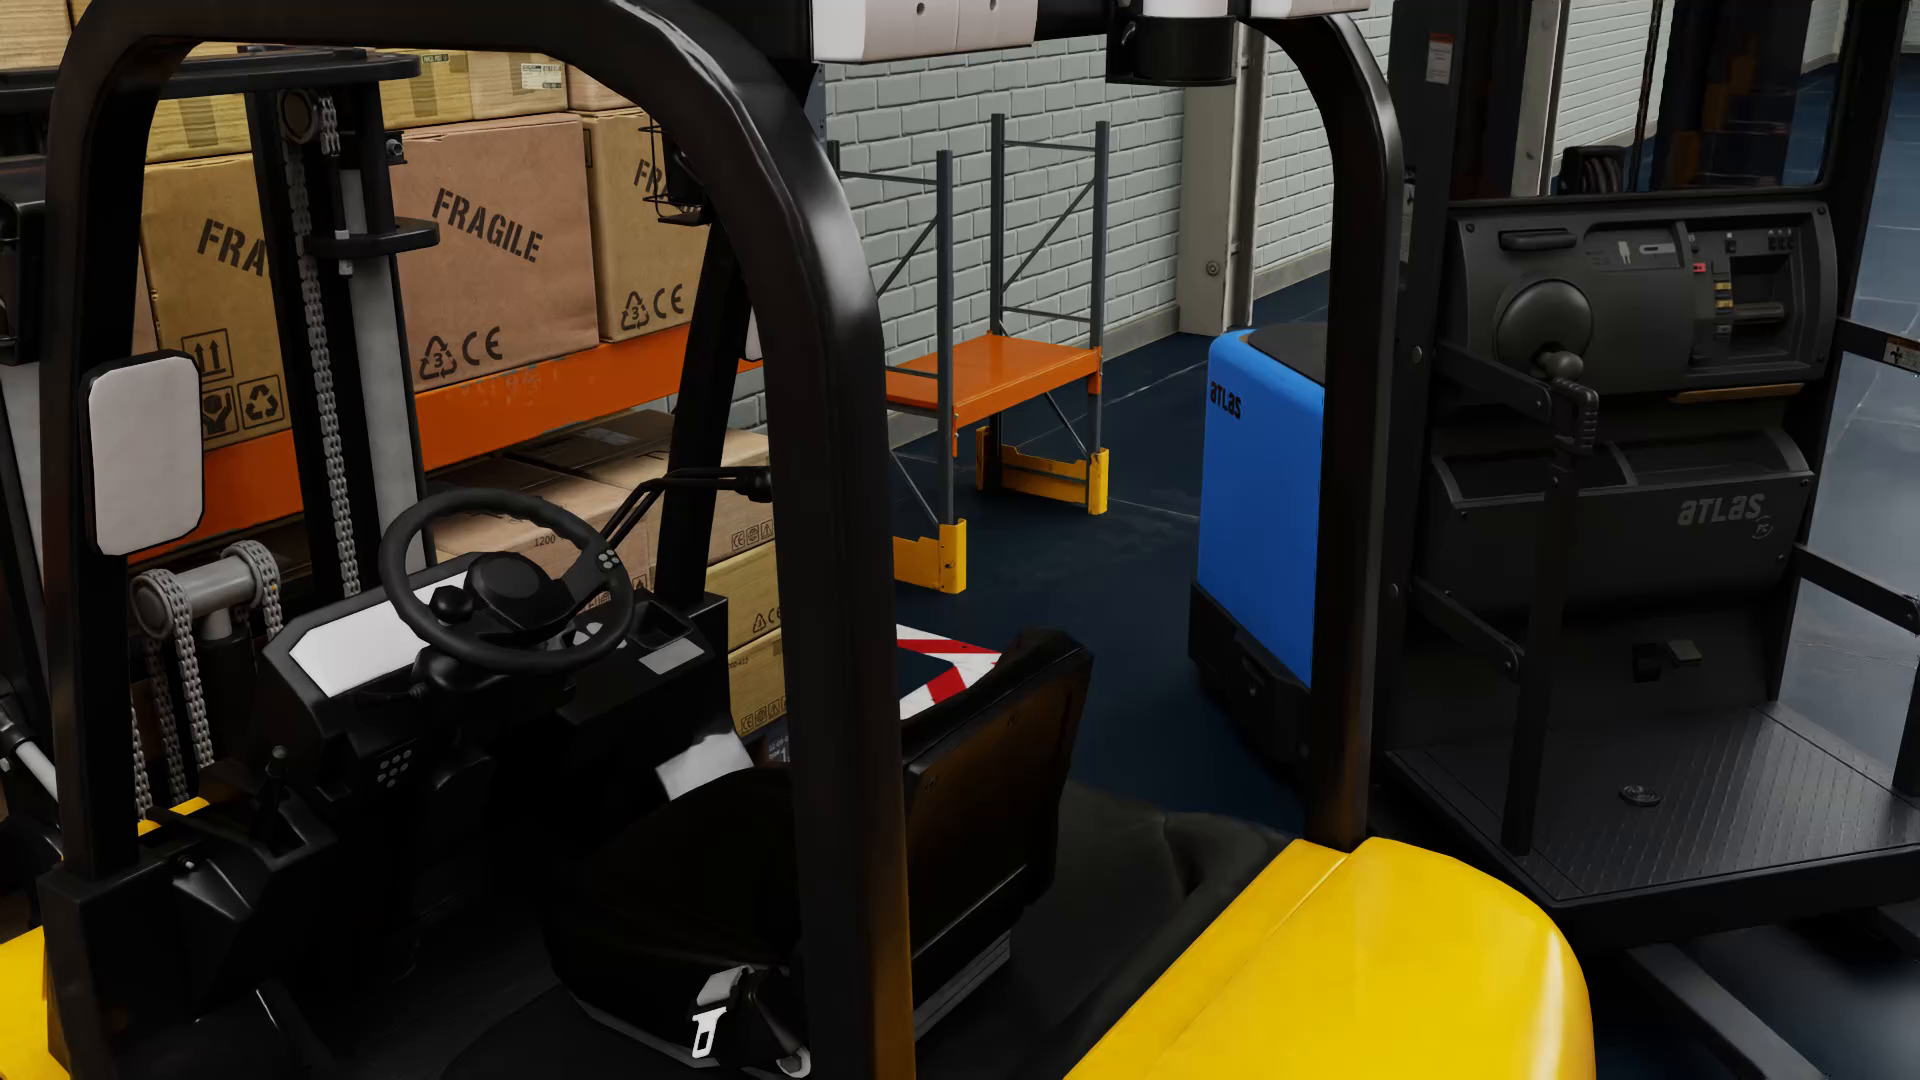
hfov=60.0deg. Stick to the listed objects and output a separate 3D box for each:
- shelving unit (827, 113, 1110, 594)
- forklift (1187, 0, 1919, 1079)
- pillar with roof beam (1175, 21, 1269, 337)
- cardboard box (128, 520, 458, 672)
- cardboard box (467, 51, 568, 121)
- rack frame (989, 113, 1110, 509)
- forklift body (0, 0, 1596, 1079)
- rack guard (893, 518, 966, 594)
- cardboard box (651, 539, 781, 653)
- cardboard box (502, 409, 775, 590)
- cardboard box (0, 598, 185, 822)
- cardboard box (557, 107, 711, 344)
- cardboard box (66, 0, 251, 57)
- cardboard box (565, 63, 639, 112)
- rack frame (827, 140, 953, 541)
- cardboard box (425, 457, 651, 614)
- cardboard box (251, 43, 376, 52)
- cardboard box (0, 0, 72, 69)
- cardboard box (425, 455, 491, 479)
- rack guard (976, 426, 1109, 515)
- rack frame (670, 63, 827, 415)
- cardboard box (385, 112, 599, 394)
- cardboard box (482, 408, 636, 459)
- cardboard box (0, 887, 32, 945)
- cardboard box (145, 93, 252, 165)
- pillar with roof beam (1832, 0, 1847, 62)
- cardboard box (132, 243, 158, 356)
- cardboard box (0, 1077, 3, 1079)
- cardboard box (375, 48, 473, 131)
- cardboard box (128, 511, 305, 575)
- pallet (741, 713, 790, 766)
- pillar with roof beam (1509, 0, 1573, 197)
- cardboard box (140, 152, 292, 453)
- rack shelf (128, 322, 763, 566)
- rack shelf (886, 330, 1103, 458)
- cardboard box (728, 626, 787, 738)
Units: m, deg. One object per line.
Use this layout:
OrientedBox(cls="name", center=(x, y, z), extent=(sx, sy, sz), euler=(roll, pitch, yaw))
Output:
OrientedBox(cls="shelving unit", center=(0.043, -0.725, 6.064), extent=(0.587, 1.500, 1.083), euler=(13, 24, 32))
OrientedBox(cls="forklift", center=(1.569, -0.522, 3.451), extent=(1.130, 2.935, 3.031), euler=(-5, 21, -14))
OrientedBox(cls="pillar with roof beam", center=(5.016, -4.605, 5.742), extent=(9.100, 9.000, 0.400), euler=(13, 24, 32))
OrientedBox(cls="cardboard box", center=(-1.339, 0.178, 3.377), extent=(0.500, 0.250, 0.500), euler=(14, 24, 32))
OrientedBox(cls="cardboard box", center=(-1.059, -0.988, 3.534), extent=(0.380, 0.149, 0.250), euler=(14, 24, 33))
OrientedBox(cls="rack frame", center=(0.334, -0.874, 6.465), extent=(0.500, 1.500, 0.032), euler=(13, 24, 32))
OrientedBox(cls="forklift body", center=(-0.338, 0.365, 2.178), extent=(2.313, 2.155, 1.214), euler=(13, 24, 32))
OrientedBox(cls="rack guard", center=(-0.237, 0.004, 5.894), extent=(0.587, 0.250, 0.087), euler=(13, 24, 32))
OrientedBox(cls="cardboard box", center=(-0.796, 0.126, 4.239), extent=(0.500, 0.250, 0.500), euler=(13, 24, 31))
OrientedBox(cls="cardboard box", center=(-0.781, -0.116, 4.173), extent=(0.500, 0.250, 0.500), euler=(14, 25, 34))
OrientedBox(cls="cardboard box", center=(-1.630, 0.322, 2.988), extent=(0.500, 0.250, 0.500), euler=(13, 24, 31))
OrientedBox(cls="cardboard box", center=(-0.840, -0.787, 3.926), extent=(0.500, 0.500, 0.500), euler=(13, 24, 31))
OrientedBox(cls="cardboard box", center=(-1.442, -0.894, 2.850), extent=(0.380, 0.149, 0.250), euler=(14, 24, 33))
OrientedBox(cls="cardboard box", center=(-0.863, -1.051, 3.703), extent=(0.380, 0.149, 0.250), euler=(14, 24, 33))
OrientedBox(cls="rack frame", center=(-0.238, -0.582, 5.677), extent=(0.500, 1.500, 0.032), euler=(13, 24, 32))
OrientedBox(cls="cardboard box", center=(-1.064, 0.031, 3.773), extent=(0.500, 0.250, 0.500), euler=(14, 24, 33))
OrientedBox(cls="cardboard box", center=(-1.301, -0.969, 3.054), extent=(0.380, 0.149, 0.250), euler=(14, 24, 33))
OrientedBox(cls="cardboard box", center=(-1.665, -0.838, 2.700), extent=(0.380, 0.149, 0.250), euler=(14, 24, 33))
OrientedBox(cls="cardboard box", center=(-1.485, -0.064, 4.032), extent=(0.500, 0.250, 0.500), euler=(13, 24, 32))
OrientedBox(cls="rack guard", center=(0.323, -0.282, 6.667), extent=(0.587, 0.250, 0.087), euler=(13, 24, 32))
OrientedBox(cls="rack frame", center=(-0.781, -0.933, 4.464), extent=(1.000, 3.000, 0.127), euler=(13, 24, 32))
OrientedBox(cls="cardboard box", center=(-1.139, -0.640, 3.528), extent=(0.500, 0.500, 0.500), euler=(14, 25, 33))
OrientedBox(cls="cardboard box", center=(-1.207, -0.208, 4.421), extent=(0.500, 0.250, 0.500), euler=(13, 24, 31))
OrientedBox(cls="cardboard box", center=(-1.644, 0.563, 3.058), extent=(0.500, 0.250, 0.500), euler=(13, 24, 32))
OrientedBox(cls="cardboard box", center=(-1.445, -0.757, 2.909), extent=(0.380, 0.149, 0.250), euler=(13, 24, 32))
OrientedBox(cls="pillar with roof beam", center=(18.507, -11.491, 24.358), extent=(9.100, 9.000, 0.400), euler=(13, 24, 32))
OrientedBox(cls="cardboard box", center=(-1.701, -0.347, 2.735), extent=(0.500, 0.500, 0.500), euler=(13, 24, 32))
OrientedBox(cls="cardboard box", center=(-1.935, 0.934, 2.774), extent=(0.500, 0.250, 0.500), euler=(14, 24, 33))
OrientedBox(cls="cardboard box", center=(-1.208, -0.919, 3.348), extent=(0.380, 0.149, 0.250), euler=(13, 24, 31))
OrientedBox(cls="cardboard box", center=(-1.775, 0.077, 3.649), extent=(0.500, 0.250, 0.500), euler=(13, 24, 31))
OrientedBox(cls="pallet", center=(-1.176, 0.602, 4.332), extent=(1.003, 0.211, 1.213), euler=(13, 24, 32))
OrientedBox(cls="pillar with roof beam", center=(8.389, -6.326, 10.396), extent=(9.100, 9.000, 0.400), euler=(13, 24, 32))
OrientedBox(cls="cardboard box", center=(-1.427, -0.493, 3.131), extent=(0.500, 0.500, 0.500), euler=(13, 24, 31))
OrientedBox(cls="rack shelf", center=(-1.905, -0.022, 3.037), extent=(1.077, 0.370, 4.000), euler=(13, 24, 32))
OrientedBox(cls="rack shelf", center=(0.048, -0.559, 6.133), extent=(0.538, 0.185, 1.000), euler=(13, 24, 32))
OrientedBox(cls="cardboard box", center=(-0.783, 0.356, 4.337), extent=(0.500, 0.250, 0.500), euler=(13, 24, 32))
